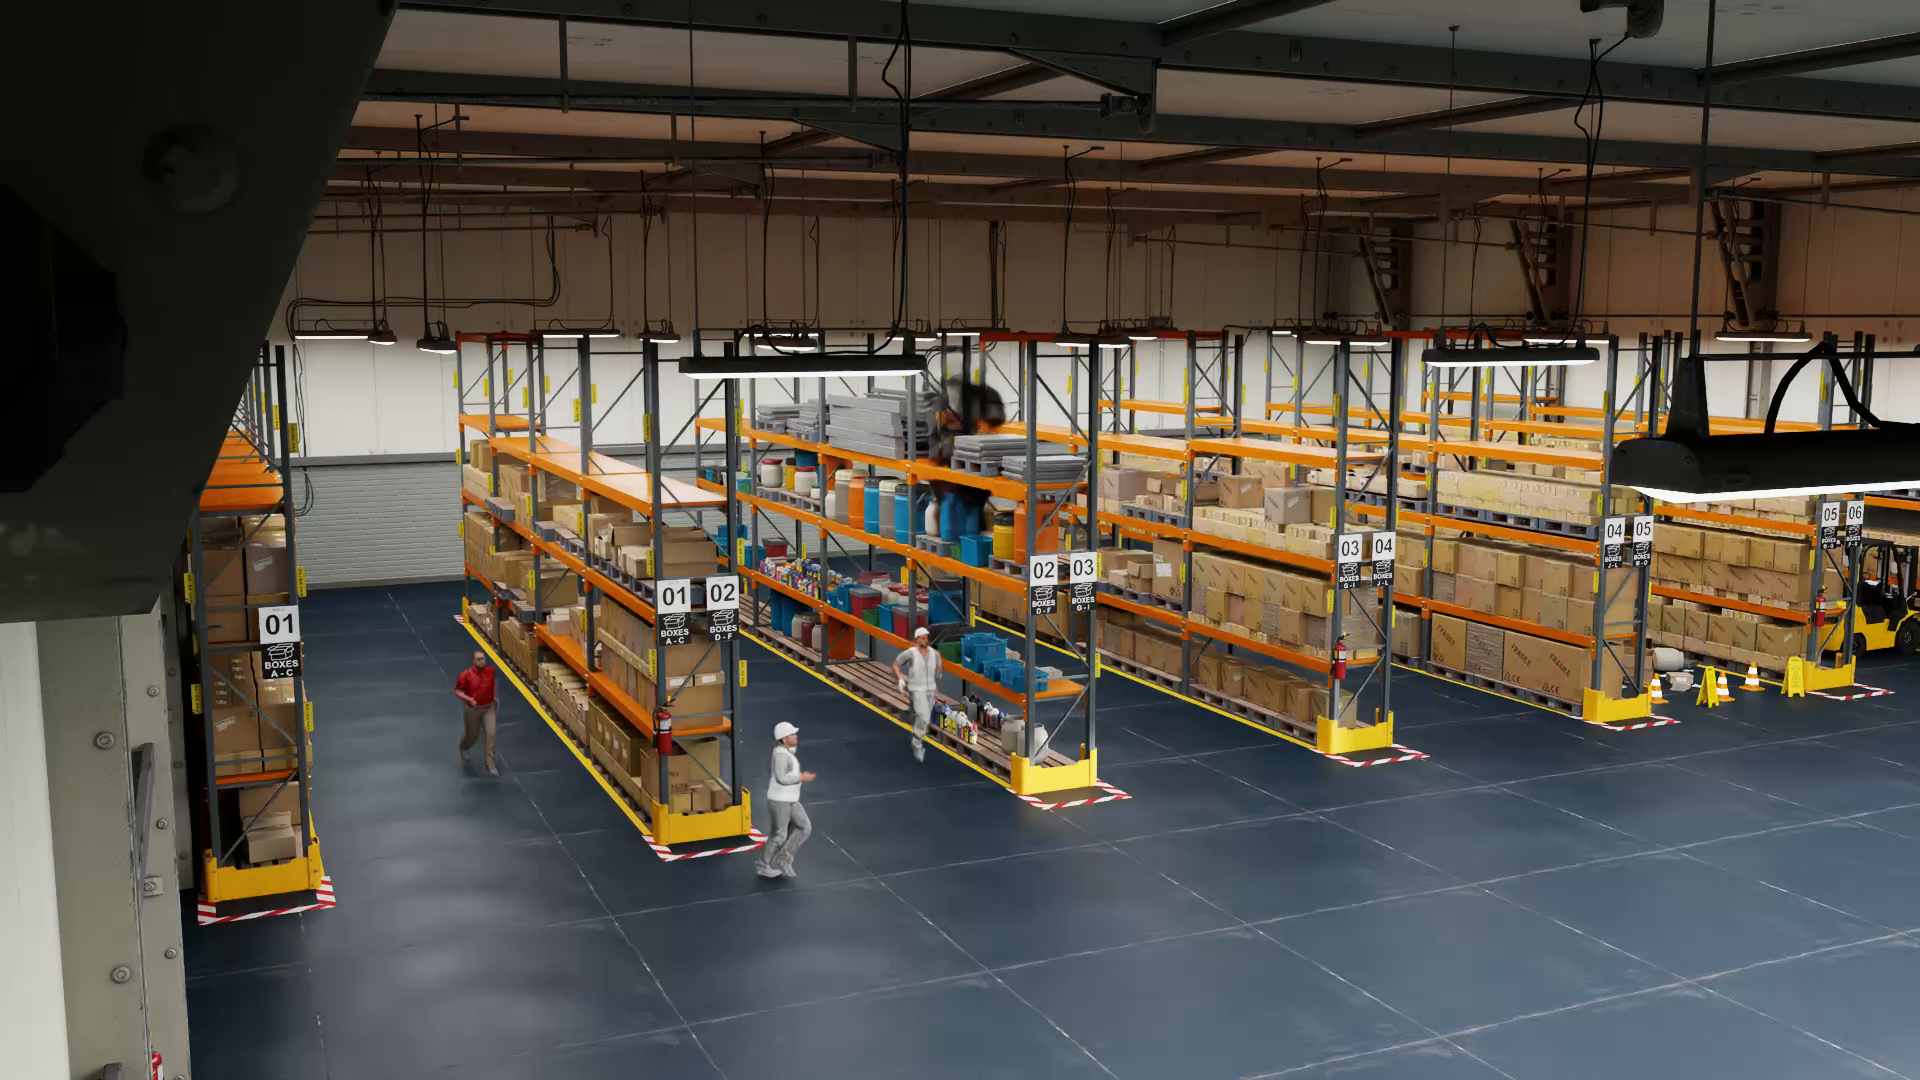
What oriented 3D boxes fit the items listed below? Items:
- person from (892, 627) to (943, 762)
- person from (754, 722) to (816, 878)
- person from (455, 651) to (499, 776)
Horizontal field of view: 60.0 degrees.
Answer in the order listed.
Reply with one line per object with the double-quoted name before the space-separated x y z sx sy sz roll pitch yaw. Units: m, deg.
"person" -0.501 2.112 22.743 0.641 1.837 0.690 -5 9 -35
"person" -1.959 2.949 18.834 0.706 1.796 0.660 1 8 5
"person" -6.714 2.372 23.154 0.647 1.716 0.950 -6 10 -36
